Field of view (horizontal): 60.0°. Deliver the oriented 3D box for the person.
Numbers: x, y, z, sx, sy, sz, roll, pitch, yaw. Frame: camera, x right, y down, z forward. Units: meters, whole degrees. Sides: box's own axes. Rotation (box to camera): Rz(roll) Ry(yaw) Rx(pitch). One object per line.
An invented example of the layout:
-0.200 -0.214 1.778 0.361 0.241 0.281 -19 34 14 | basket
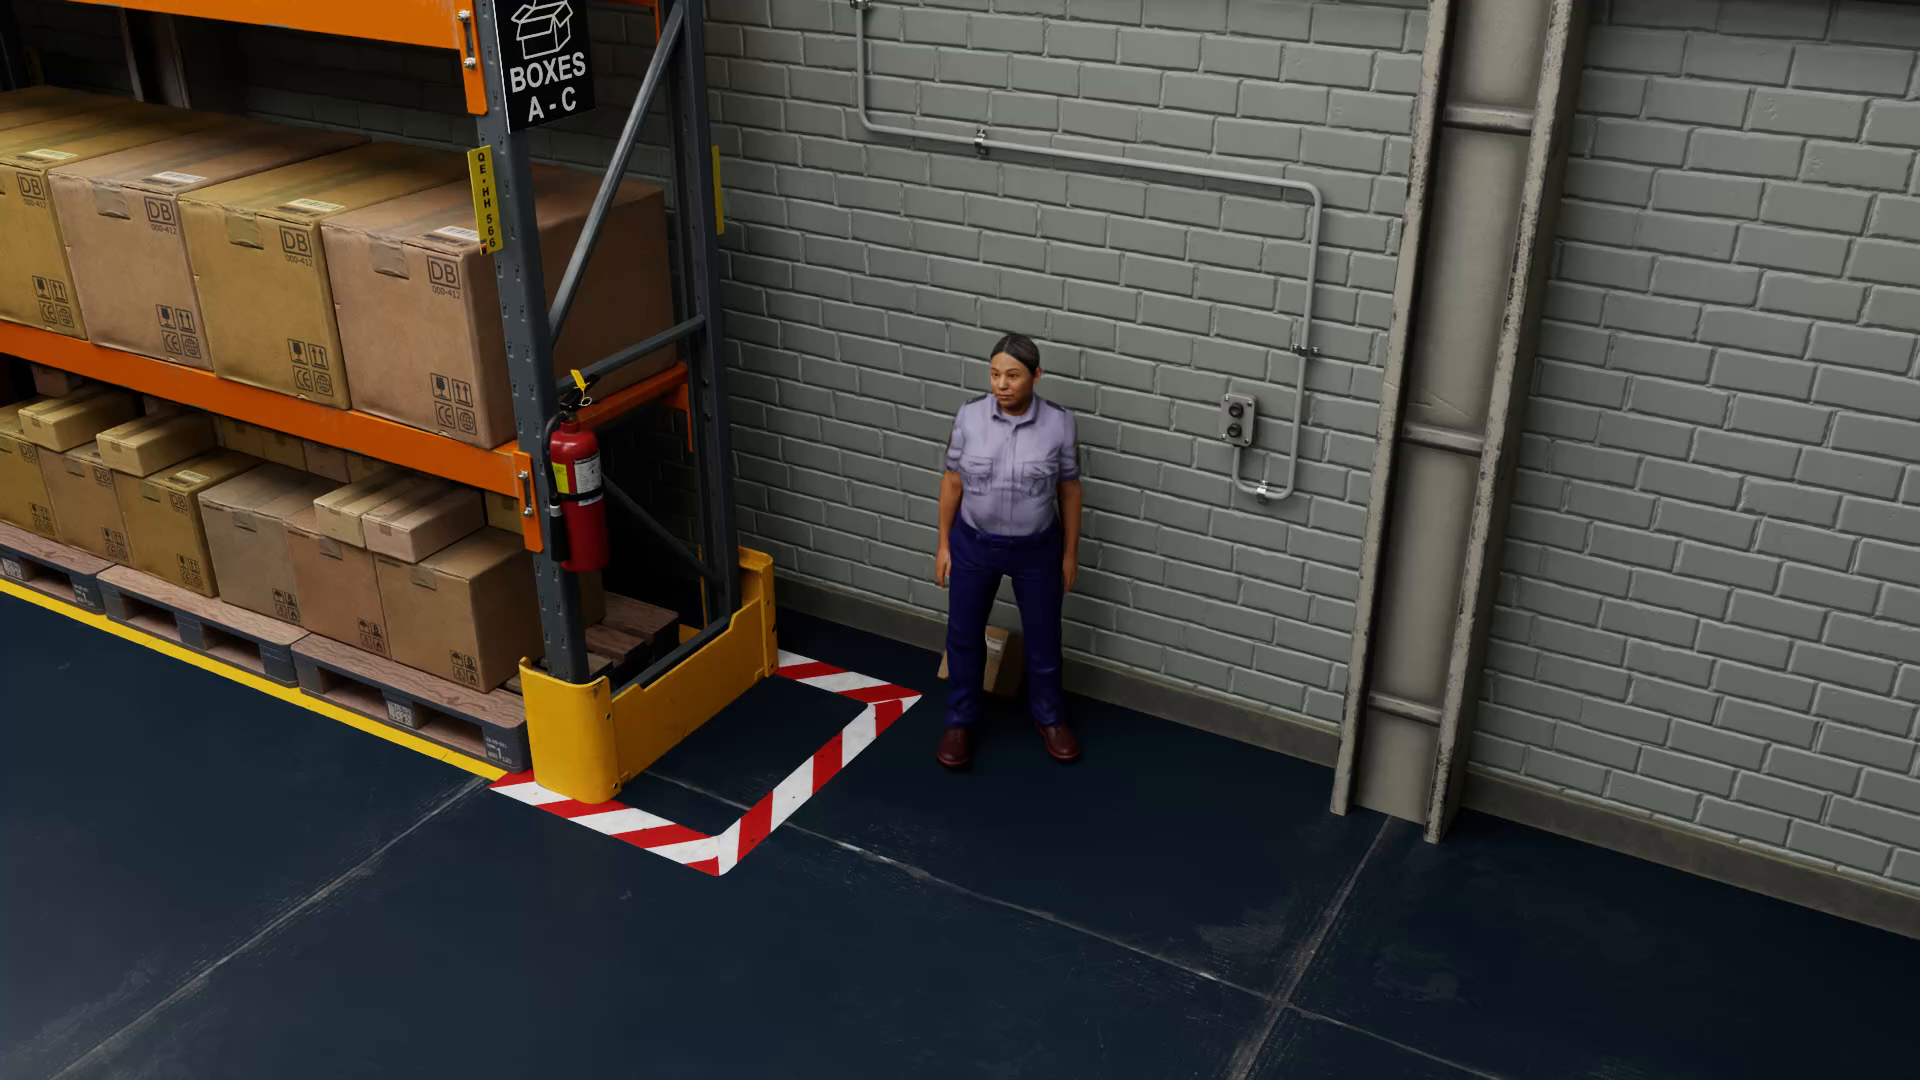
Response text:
0.183 0.054 5.980 0.551 1.648 0.385 3 27 6 | person
